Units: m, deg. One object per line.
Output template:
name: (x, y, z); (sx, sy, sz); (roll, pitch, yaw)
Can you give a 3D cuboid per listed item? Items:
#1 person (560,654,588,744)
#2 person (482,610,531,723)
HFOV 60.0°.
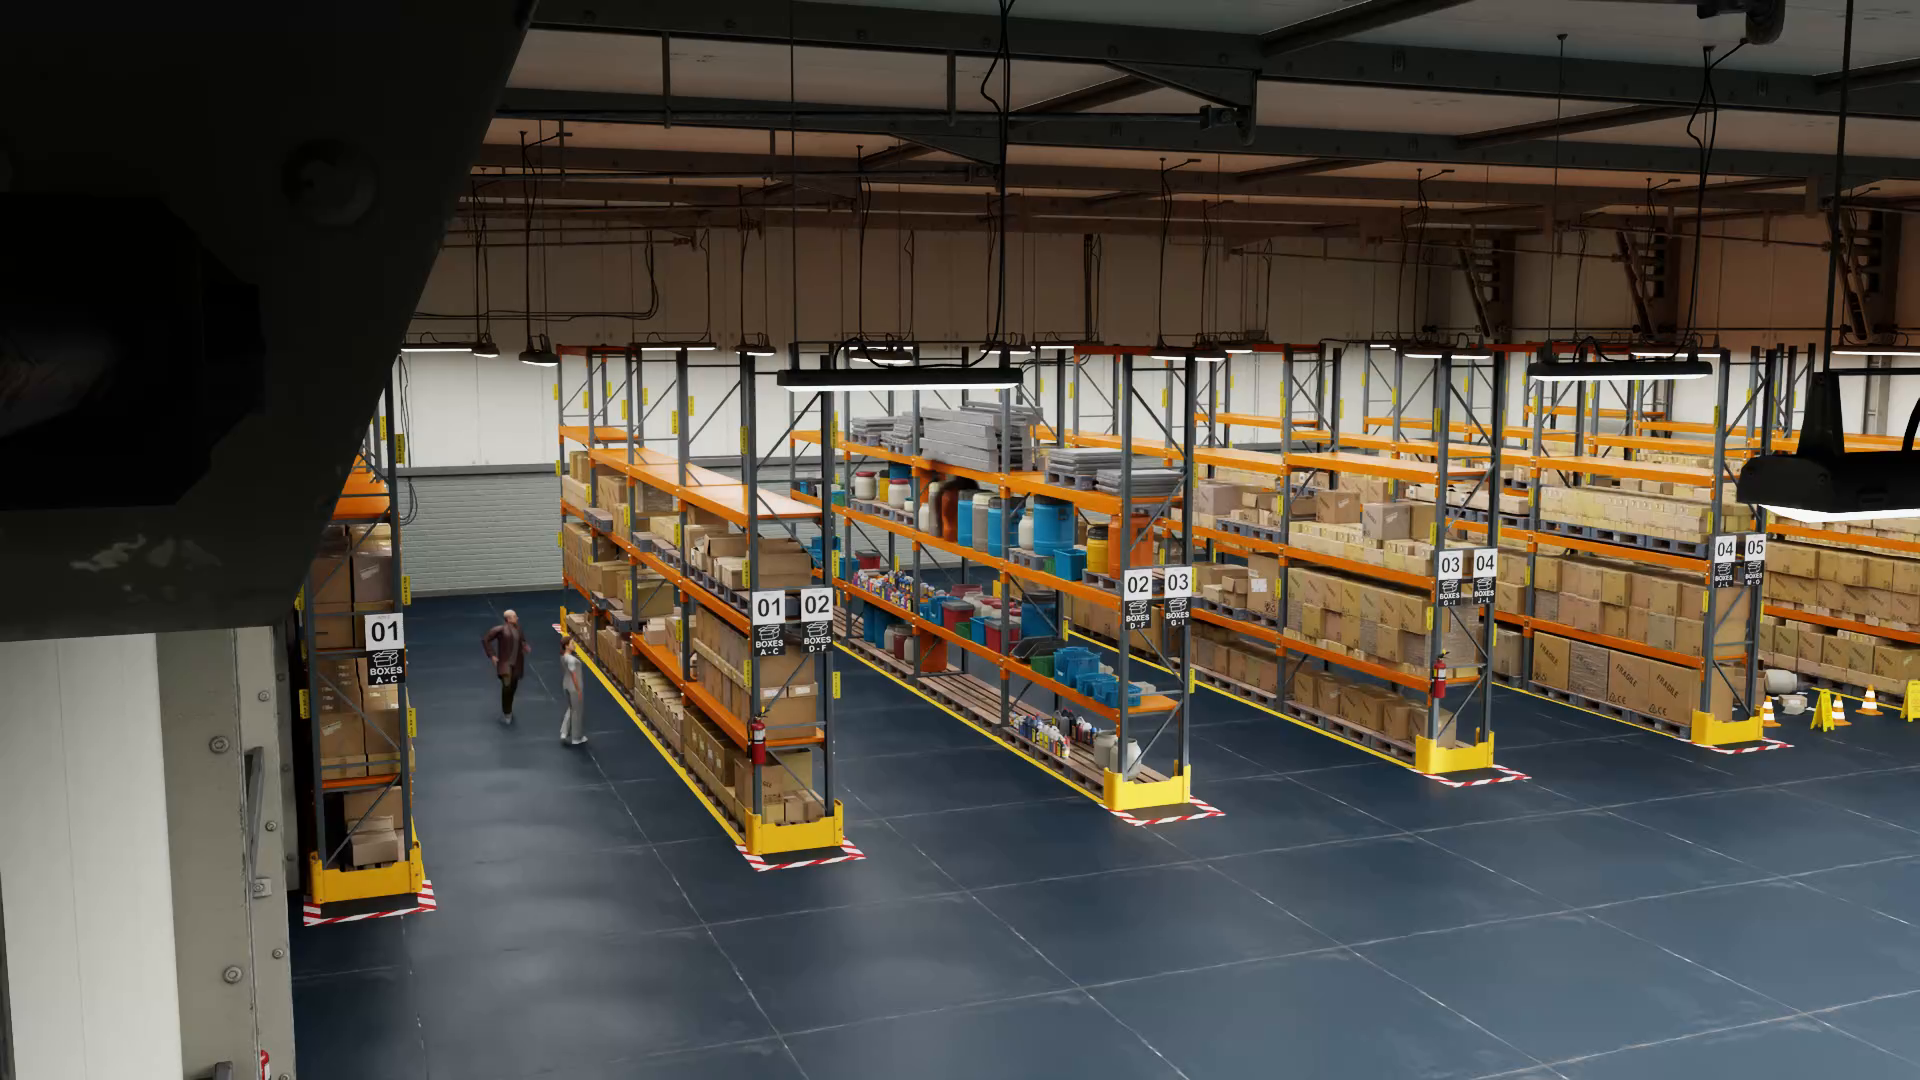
person: (-5.915, 2.409, 25.420); (0.444, 1.408, 0.432); (6, 10, 40)
person: (-7.377, 2.041, 27.049); (0.739, 1.823, 0.749); (-4, 8, -29)
